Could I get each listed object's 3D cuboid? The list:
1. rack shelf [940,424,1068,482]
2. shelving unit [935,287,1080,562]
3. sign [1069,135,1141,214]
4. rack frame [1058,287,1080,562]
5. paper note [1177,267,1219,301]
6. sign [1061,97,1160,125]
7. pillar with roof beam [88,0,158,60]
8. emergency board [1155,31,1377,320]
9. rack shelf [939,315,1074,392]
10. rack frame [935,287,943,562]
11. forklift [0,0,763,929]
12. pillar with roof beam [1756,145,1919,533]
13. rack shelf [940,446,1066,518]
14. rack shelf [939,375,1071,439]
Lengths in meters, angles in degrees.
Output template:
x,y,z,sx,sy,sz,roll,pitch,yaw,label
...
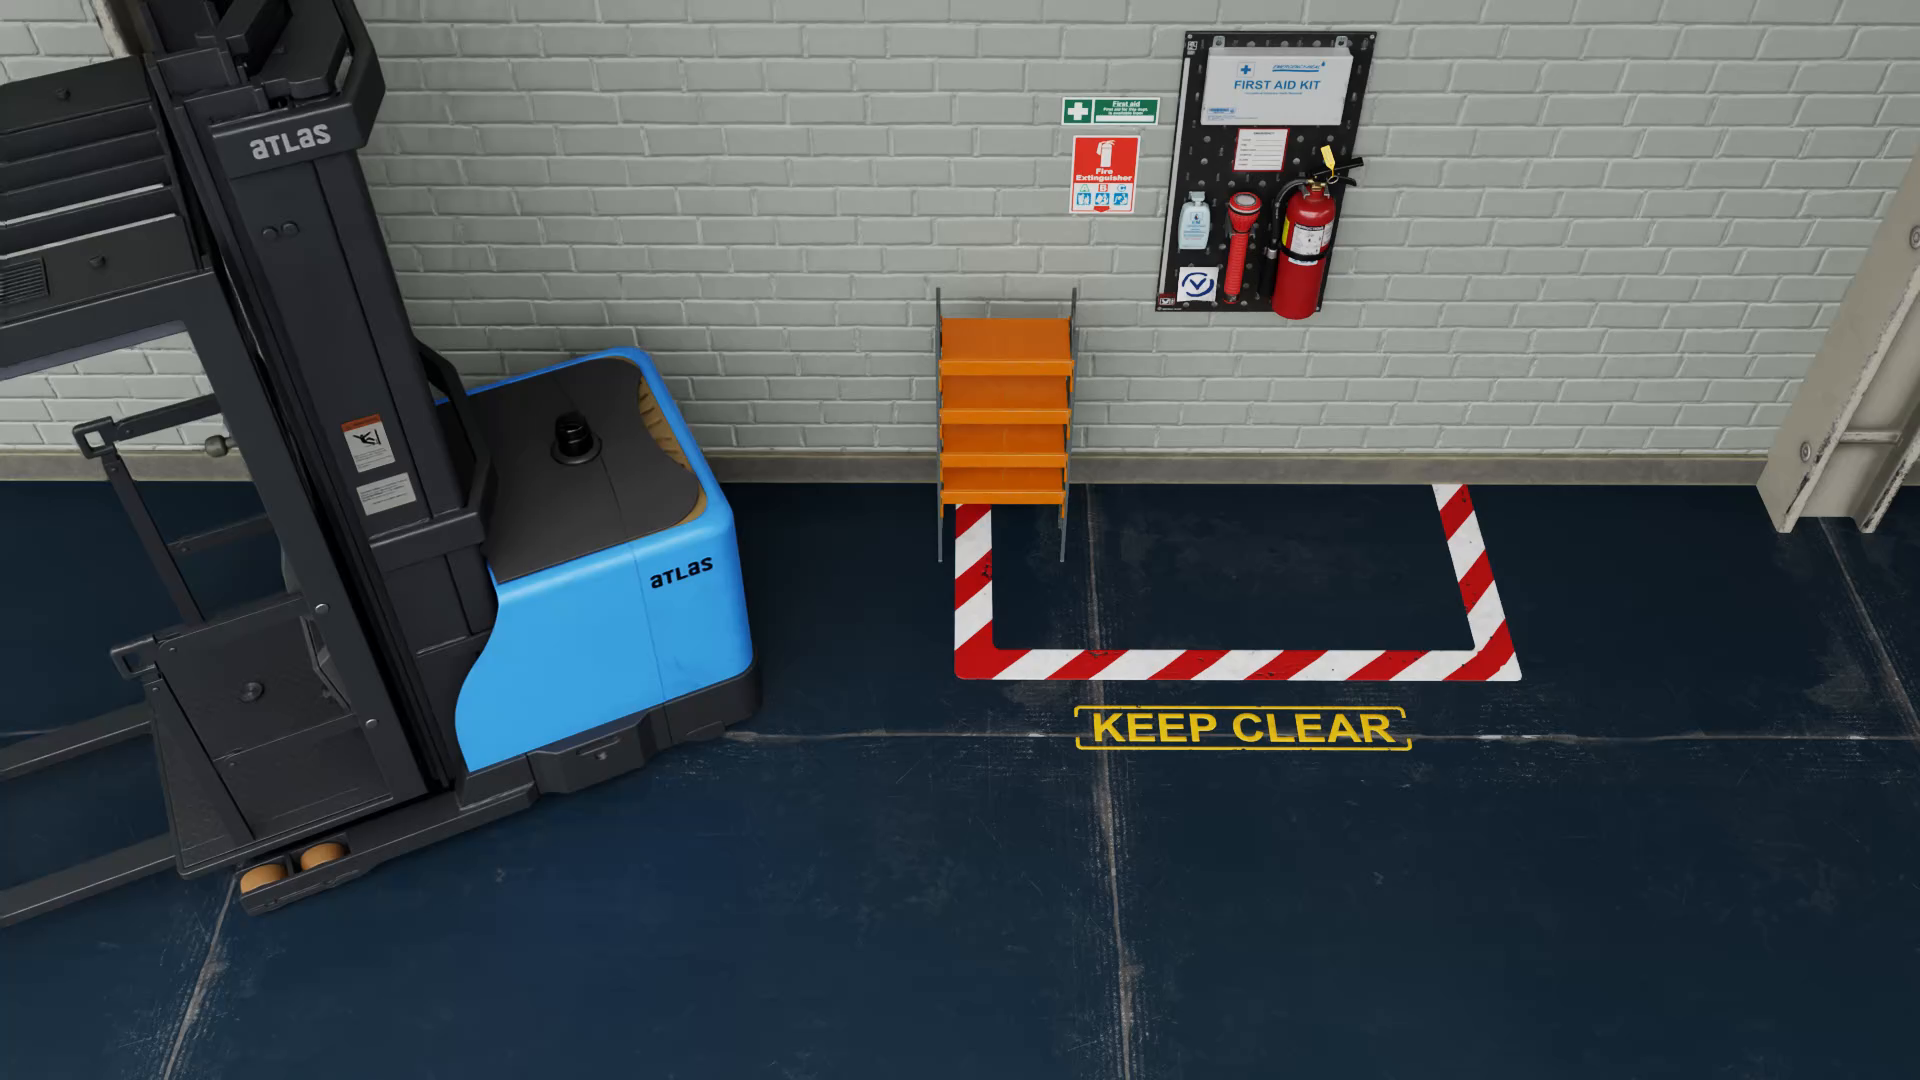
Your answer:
x,y,z,sx,sy,sz,roll,pitch,yaw,label
0.166,-0.362,6.360,0.480,0.148,0.258,0,47,0,rack shelf
0.166,-0.408,6.310,0.503,1.200,0.258,0,47,0,shelving unit
0.509,-1.289,5.877,0.234,0.329,0.001,0,47,0,sign
0.410,-0.408,6.310,0.015,1.200,0.240,0,47,0,rack frame
0.885,-0.951,6.188,0.142,0.148,0.016,0,47,0,paper note
0.514,-1.463,5.677,0.331,0.109,0.001,0,47,0,sign
-2.483,-0.075,0.672,0.400,9.000,9.100,0,47,0,pillar with roof beam
1.062,-1.200,5.818,0.643,1.169,0.194,0,47,0,emergency board
0.166,-0.676,6.023,0.480,0.148,0.258,0,47,0,rack shelf
-0.078,-0.409,6.311,0.015,1.200,0.240,0,47,0,rack frame
-2.280,-0.197,4.931,3.031,2.935,1.130,-19,50,-17,forklift
3.517,-0.058,0.657,0.400,9.000,9.100,0,47,0,pillar with roof beam
0.166,-0.227,6.505,0.480,0.148,0.258,0,47,0,rack shelf
0.166,-0.515,6.196,0.480,0.148,0.258,0,47,0,rack shelf
